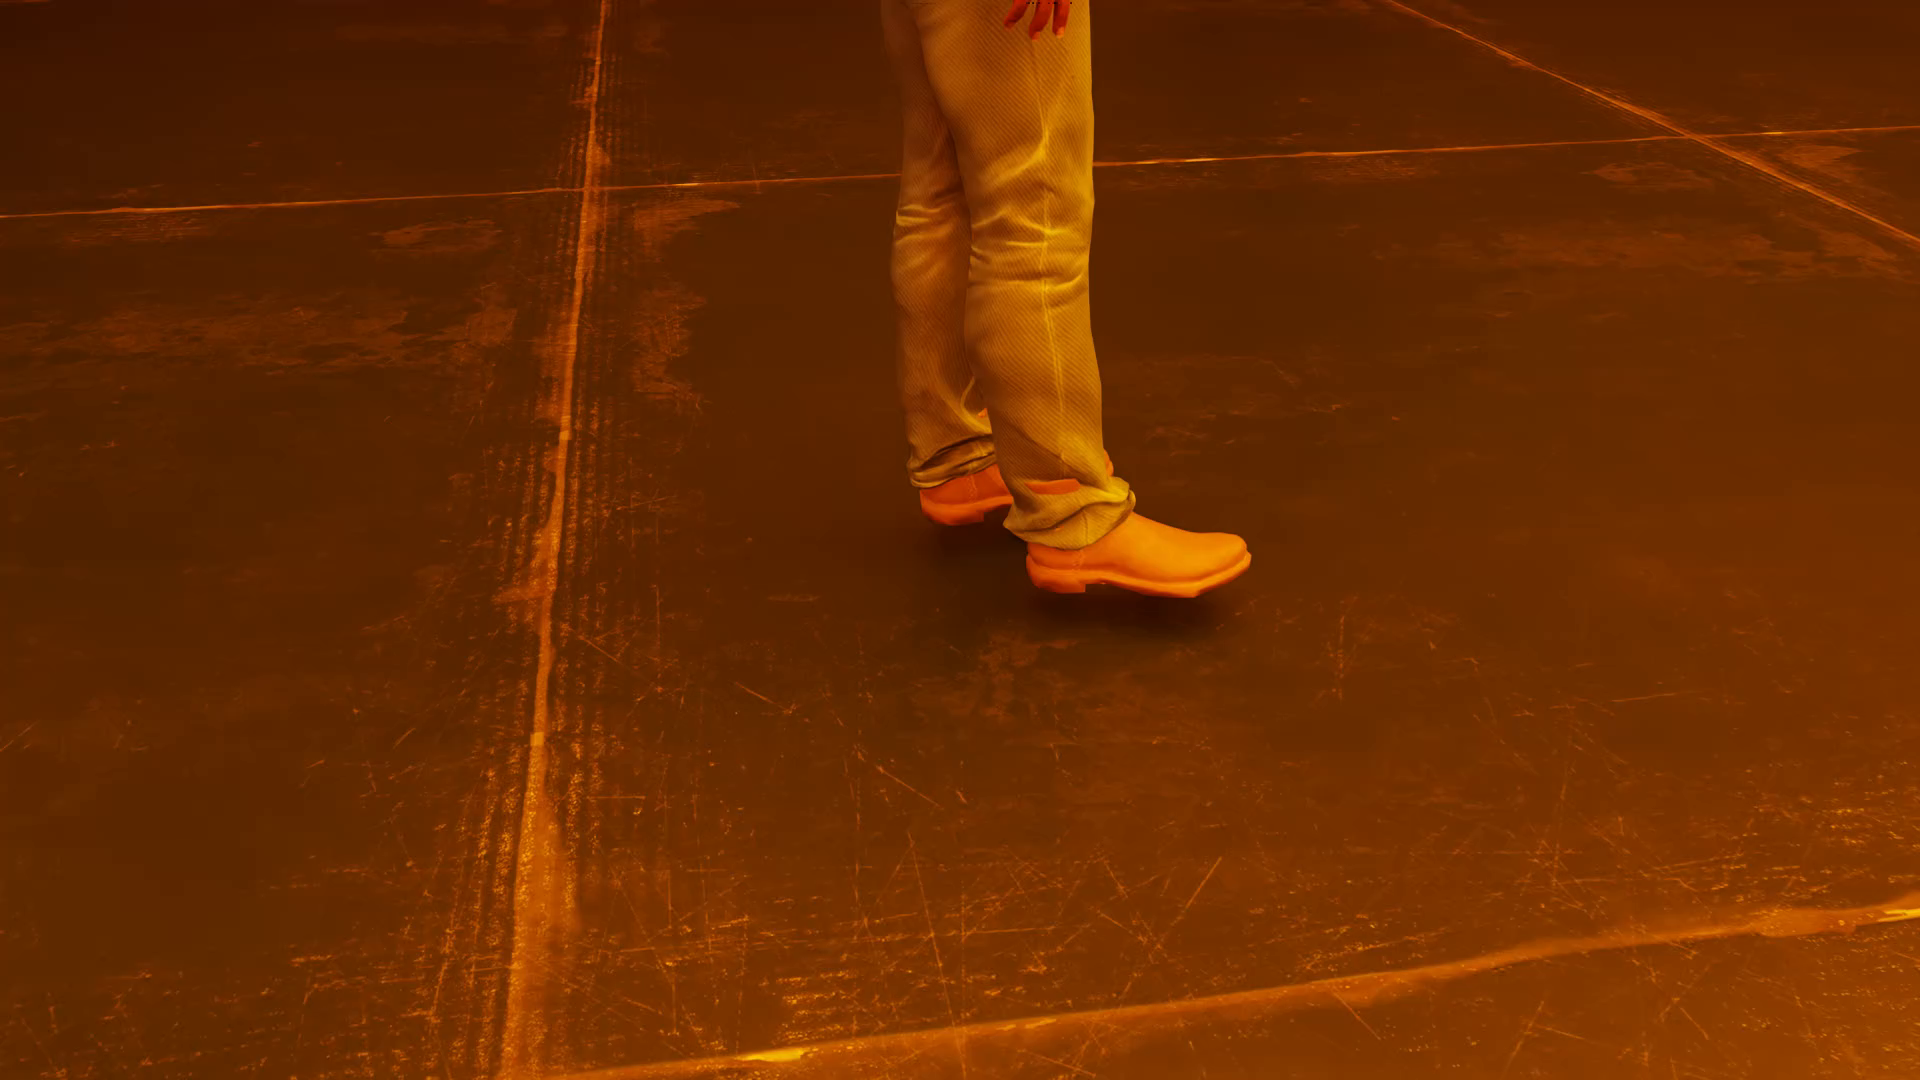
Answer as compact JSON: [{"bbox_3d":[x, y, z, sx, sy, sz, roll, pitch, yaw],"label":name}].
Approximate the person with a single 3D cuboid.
[{"bbox_3d":[0.070,-0.825,2.070,0.574,1.767,0.666,-5,28,-9],"label":"person"}]
